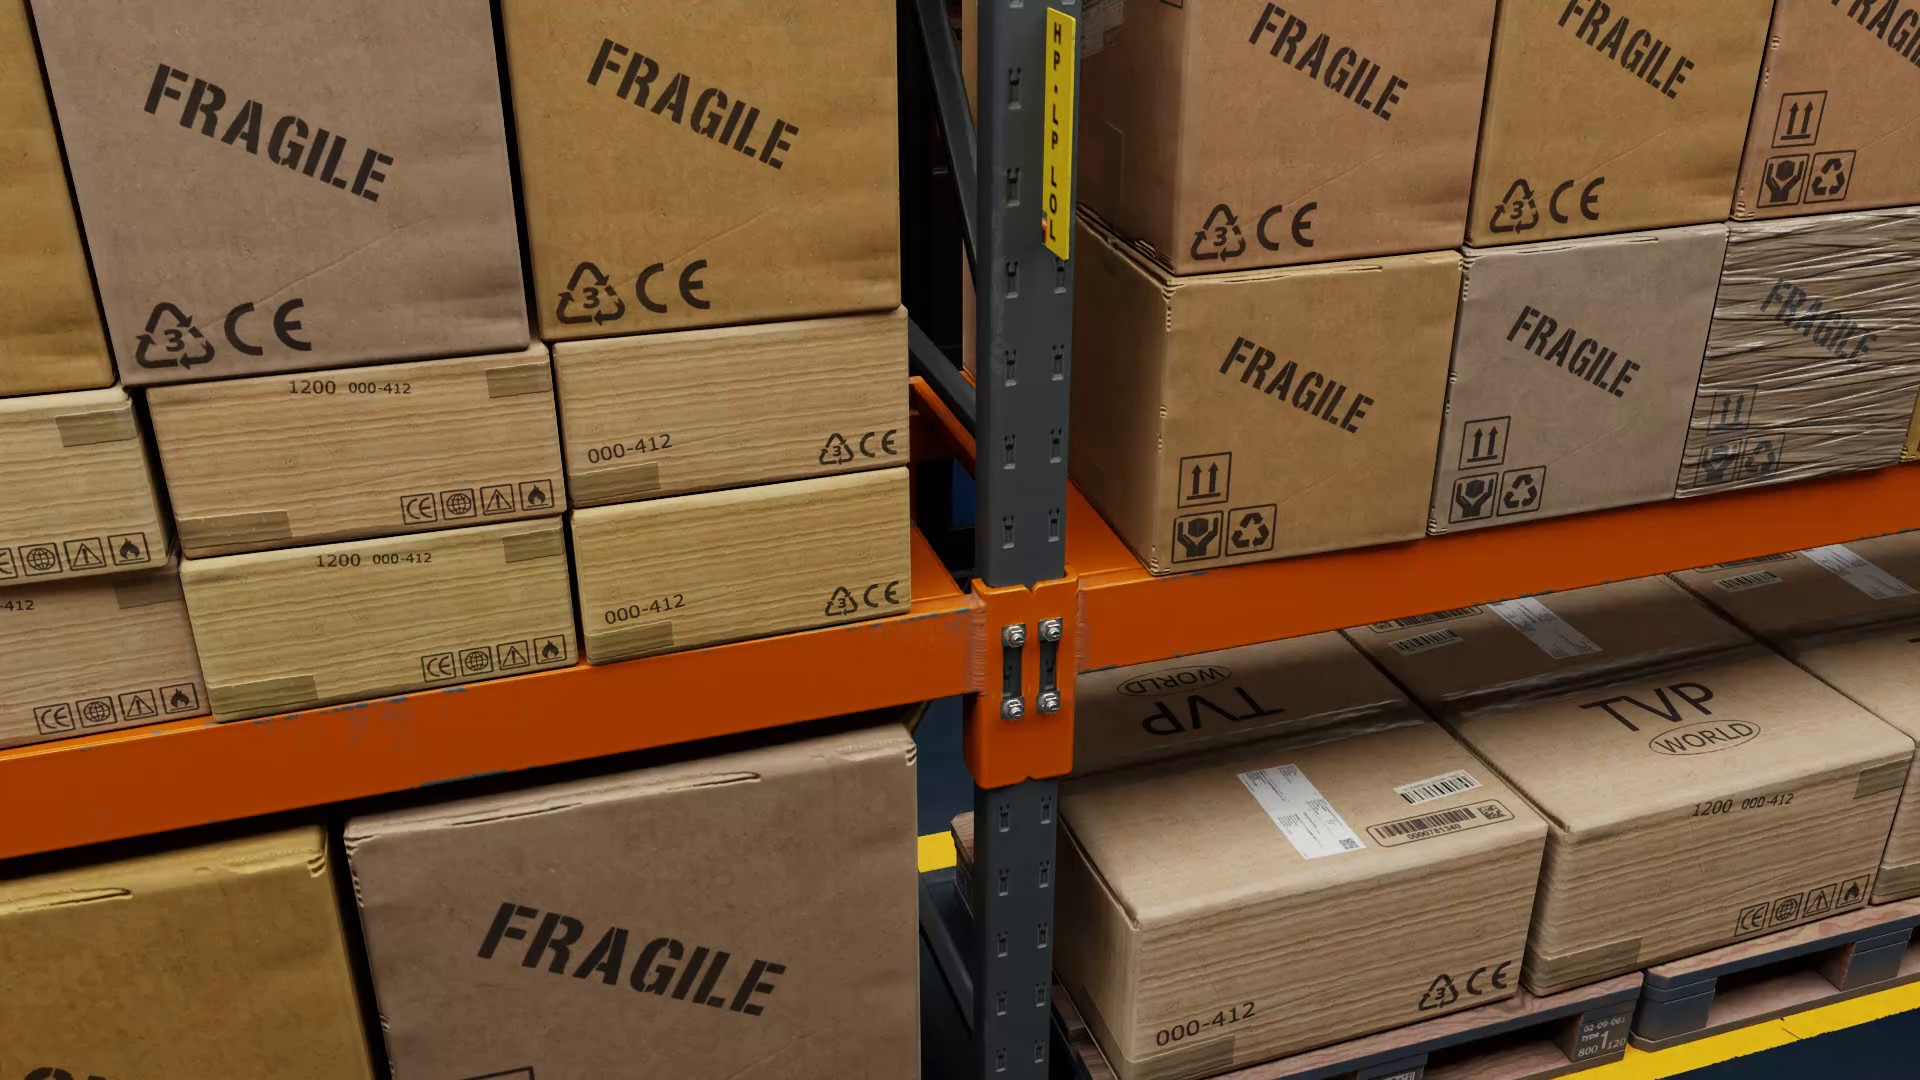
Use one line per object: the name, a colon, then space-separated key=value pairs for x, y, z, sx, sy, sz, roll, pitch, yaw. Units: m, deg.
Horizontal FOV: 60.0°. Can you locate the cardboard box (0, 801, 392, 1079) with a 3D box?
cardboard box: x=-1.466 y=0.711 z=2.862 sx=0.875 sy=0.875 sz=0.875 roll=-7 pitch=27 yaw=-15

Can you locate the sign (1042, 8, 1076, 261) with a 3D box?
sign: x=0.133 y=-0.554 z=2.280 sx=0.005 sy=0.325 sz=0.100 roll=-8 pitch=28 yaw=-16

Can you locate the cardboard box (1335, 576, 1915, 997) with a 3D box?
cardboard box: x=1.437 y=0.495 z=3.788 sx=0.875 sy=0.438 sz=0.875 roll=-9 pitch=28 yaw=-18

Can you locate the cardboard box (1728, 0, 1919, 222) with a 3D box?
cardboard box: x=1.456 y=-0.888 z=2.928 sx=0.500 sy=0.500 sz=0.500 roll=-8 pitch=27 yaw=-15

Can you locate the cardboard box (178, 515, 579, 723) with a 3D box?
cardboard box: x=-0.877 y=0.006 z=2.534 sx=0.500 sy=0.250 sz=0.500 roll=-9 pitch=28 yaw=-17

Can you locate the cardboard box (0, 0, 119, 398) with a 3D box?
cardboard box: x=-1.369 y=-0.488 z=2.124 sx=0.500 sy=0.500 sz=0.500 roll=-7 pitch=27 yaw=-15

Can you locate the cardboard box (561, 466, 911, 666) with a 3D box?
cardboard box: x=-0.393 y=-0.064 z=2.674 sx=0.500 sy=0.250 sz=0.500 roll=-9 pitch=28 yaw=-17

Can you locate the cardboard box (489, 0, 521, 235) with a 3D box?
cardboard box: x=-0.552 y=-0.853 z=2.858 sx=0.500 sy=0.500 sz=0.500 roll=-8 pitch=27 yaw=-16

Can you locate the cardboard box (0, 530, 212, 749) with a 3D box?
cardboard box: x=-1.363 y=0.067 z=2.410 sx=0.500 sy=0.250 sz=0.500 roll=-9 pitch=28 yaw=-17

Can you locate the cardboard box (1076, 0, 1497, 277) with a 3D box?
cardboard box: x=0.483 y=-0.755 z=2.661 sx=0.500 sy=0.500 sz=0.500 roll=-8 pitch=28 yaw=-16

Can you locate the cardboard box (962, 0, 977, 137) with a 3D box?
cardboard box: x=0.319 y=-0.974 z=3.101 sx=0.500 sy=0.500 sz=0.500 roll=-8 pitch=28 yaw=-17

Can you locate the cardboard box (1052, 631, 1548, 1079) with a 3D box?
cardboard box: x=0.586 y=0.619 z=3.539 sx=0.875 sy=0.438 sz=0.875 roll=-9 pitch=28 yaw=-17

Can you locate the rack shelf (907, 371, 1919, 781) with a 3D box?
rack shelf: x=1.857 y=-0.253 z=3.695 sx=4.000 sy=0.370 sz=1.077 roll=-8 pitch=28 yaw=-16

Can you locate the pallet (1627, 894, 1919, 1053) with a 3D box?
pallet: x=1.865 y=0.708 z=4.086 sx=1.213 sy=0.211 sz=1.003 roll=-8 pitch=28 yaw=-16

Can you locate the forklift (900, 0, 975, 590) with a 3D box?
forklift: x=-0.599 y=-1.238 z=4.947 sx=3.031 sy=2.935 sz=1.130 roll=-7 pitch=27 yaw=-14

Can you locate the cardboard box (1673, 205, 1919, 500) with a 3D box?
cardboard box: x=1.438 y=-0.431 z=3.133 sx=0.500 sy=0.500 sz=0.500 roll=-8 pitch=28 yaw=-16

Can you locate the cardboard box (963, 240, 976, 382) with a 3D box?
cardboard box: x=0.318 y=-0.516 z=3.304 sx=0.500 sy=0.500 sz=0.500 roll=-8 pitch=27 yaw=-16

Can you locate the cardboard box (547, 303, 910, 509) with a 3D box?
cardboard box: x=-0.388 y=-0.293 z=2.573 sx=0.500 sy=0.250 sz=0.500 roll=-8 pitch=28 yaw=-16

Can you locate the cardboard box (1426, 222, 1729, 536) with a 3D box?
cardboard box: x=0.963 y=-0.366 z=3.001 sx=0.500 sy=0.500 sz=0.500 roll=-8 pitch=28 yaw=-16

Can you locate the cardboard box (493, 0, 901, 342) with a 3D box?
cardboard box: x=-0.391 y=-0.624 z=2.397 sx=0.500 sy=0.500 sz=0.500 roll=-7 pitch=27 yaw=-14

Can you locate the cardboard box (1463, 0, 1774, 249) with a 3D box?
cardboard box: x=0.966 y=-0.822 z=2.796 sx=0.500 sy=0.500 sz=0.500 roll=-9 pitch=28 yaw=-17

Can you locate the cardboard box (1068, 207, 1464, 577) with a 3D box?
cardboard box: x=0.483 y=-0.298 z=2.865 sx=0.500 sy=0.500 sz=0.500 roll=-7 pitch=27 yaw=-14

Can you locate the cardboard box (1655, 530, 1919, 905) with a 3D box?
cardboard box: x=2.295 y=0.372 z=4.036 sx=0.875 sy=0.438 sz=0.875 roll=-7 pitch=27 yaw=-15

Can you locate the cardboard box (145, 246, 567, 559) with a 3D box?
cardboard box: x=-0.861 y=-0.221 z=2.428 sx=0.500 sy=0.250 sz=0.500 roll=-8 pitch=27 yaw=-15

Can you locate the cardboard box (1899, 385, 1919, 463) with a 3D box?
cardboard box: x=1.927 y=-0.502 z=3.276 sx=0.500 sy=0.500 sz=0.500 roll=-7 pitch=27 yaw=-15

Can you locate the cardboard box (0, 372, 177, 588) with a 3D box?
cardboard box: x=-1.352 y=-0.147 z=2.279 sx=0.500 sy=0.250 sz=0.500 roll=-8 pitch=27 yaw=-15

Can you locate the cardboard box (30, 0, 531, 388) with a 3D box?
cardboard box: x=-0.881 y=-0.550 z=2.248 sx=0.500 sy=0.500 sz=0.500 roll=-8 pitch=27 yaw=-15

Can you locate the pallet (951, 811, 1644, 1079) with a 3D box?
pallet: x=0.703 y=0.878 z=3.744 sx=1.213 sy=0.211 sz=1.003 roll=-8 pitch=28 yaw=-16

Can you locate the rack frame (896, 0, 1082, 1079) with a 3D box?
rack frame: x=-0.044 y=-0.299 z=2.980 sx=0.127 sy=3.000 sz=1.000 roll=-8 pitch=28 yaw=-16

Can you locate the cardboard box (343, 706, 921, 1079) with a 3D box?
cardboard box: x=-0.609 y=0.583 z=3.119 sx=0.875 sy=0.875 sz=0.875 roll=-7 pitch=27 yaw=-14

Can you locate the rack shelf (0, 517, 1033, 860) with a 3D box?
rack shelf: x=-1.946 y=0.298 z=2.585 sx=4.000 sy=0.370 sz=1.077 roll=-8 pitch=28 yaw=-16

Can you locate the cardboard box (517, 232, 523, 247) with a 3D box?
cardboard box: x=-0.550 y=-0.515 z=3.020 sx=0.500 sy=0.250 sz=0.500 roll=-9 pitch=28 yaw=-18
